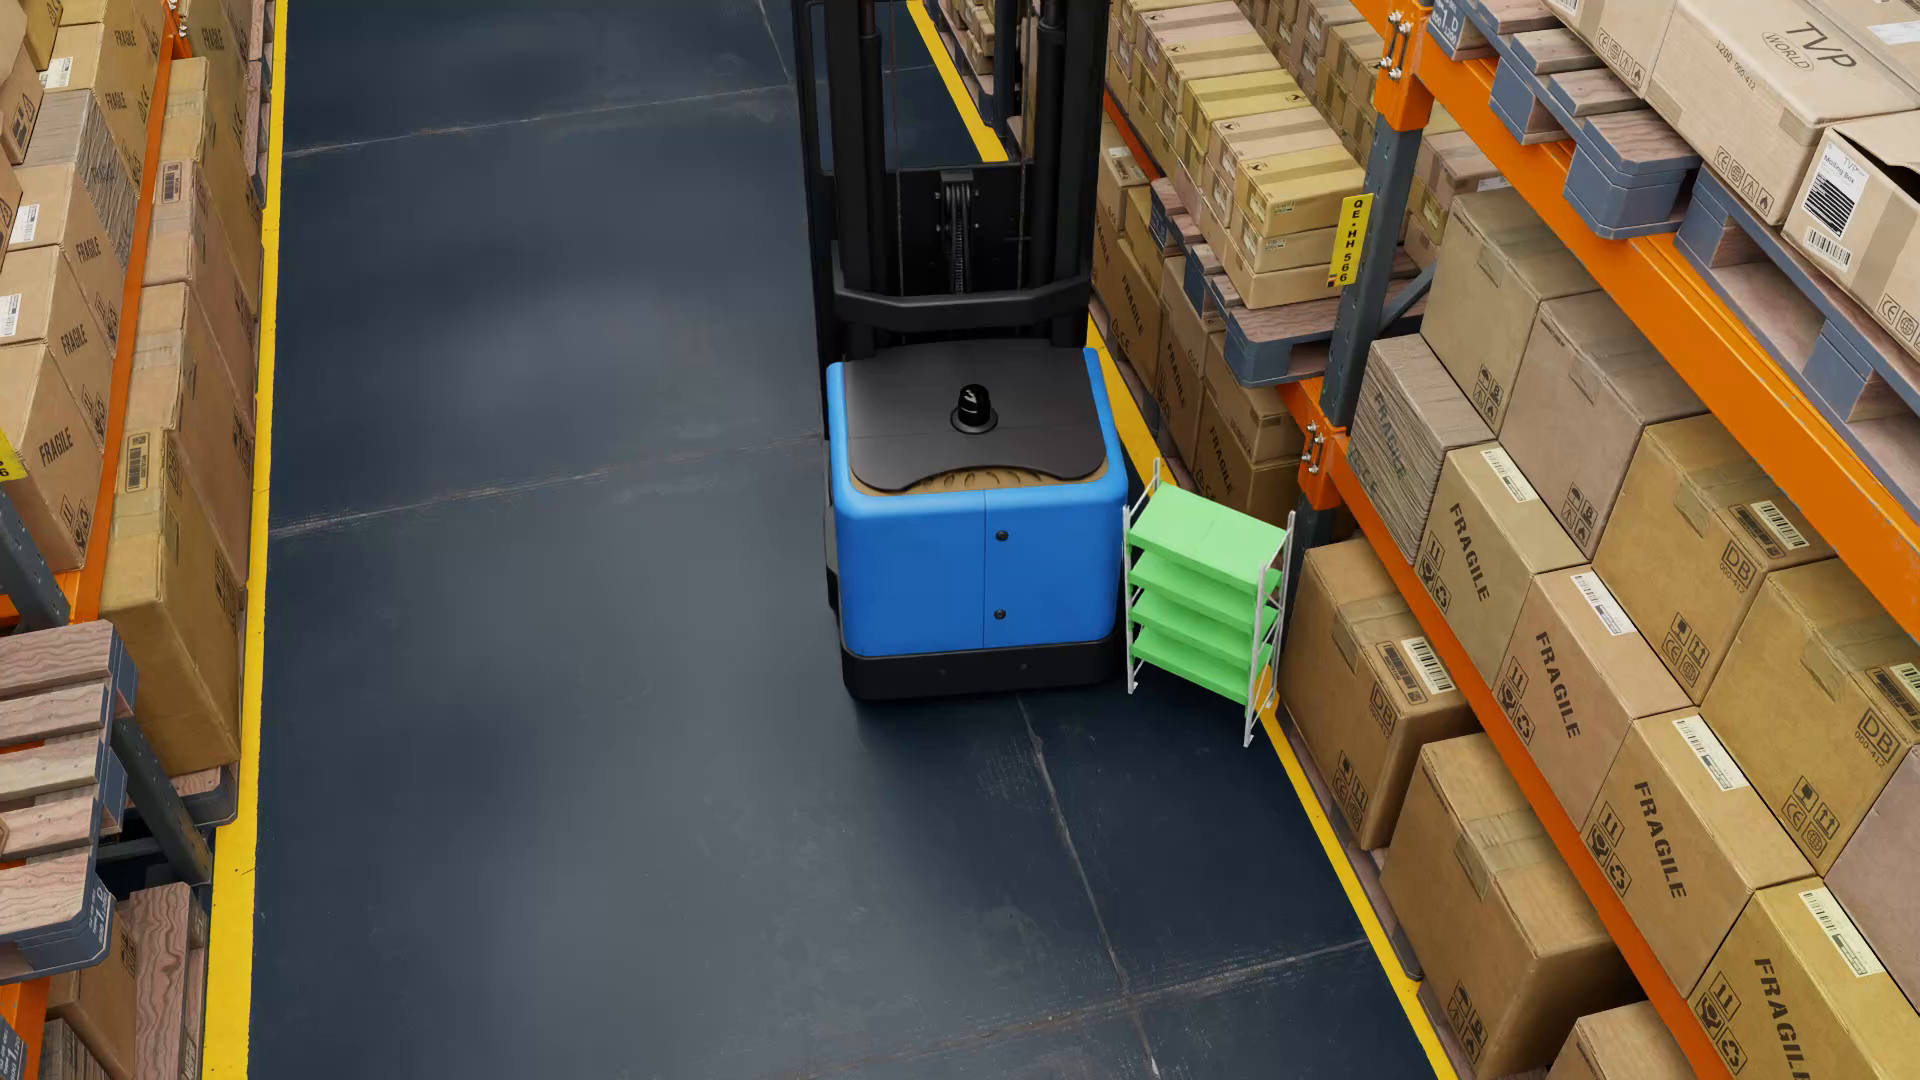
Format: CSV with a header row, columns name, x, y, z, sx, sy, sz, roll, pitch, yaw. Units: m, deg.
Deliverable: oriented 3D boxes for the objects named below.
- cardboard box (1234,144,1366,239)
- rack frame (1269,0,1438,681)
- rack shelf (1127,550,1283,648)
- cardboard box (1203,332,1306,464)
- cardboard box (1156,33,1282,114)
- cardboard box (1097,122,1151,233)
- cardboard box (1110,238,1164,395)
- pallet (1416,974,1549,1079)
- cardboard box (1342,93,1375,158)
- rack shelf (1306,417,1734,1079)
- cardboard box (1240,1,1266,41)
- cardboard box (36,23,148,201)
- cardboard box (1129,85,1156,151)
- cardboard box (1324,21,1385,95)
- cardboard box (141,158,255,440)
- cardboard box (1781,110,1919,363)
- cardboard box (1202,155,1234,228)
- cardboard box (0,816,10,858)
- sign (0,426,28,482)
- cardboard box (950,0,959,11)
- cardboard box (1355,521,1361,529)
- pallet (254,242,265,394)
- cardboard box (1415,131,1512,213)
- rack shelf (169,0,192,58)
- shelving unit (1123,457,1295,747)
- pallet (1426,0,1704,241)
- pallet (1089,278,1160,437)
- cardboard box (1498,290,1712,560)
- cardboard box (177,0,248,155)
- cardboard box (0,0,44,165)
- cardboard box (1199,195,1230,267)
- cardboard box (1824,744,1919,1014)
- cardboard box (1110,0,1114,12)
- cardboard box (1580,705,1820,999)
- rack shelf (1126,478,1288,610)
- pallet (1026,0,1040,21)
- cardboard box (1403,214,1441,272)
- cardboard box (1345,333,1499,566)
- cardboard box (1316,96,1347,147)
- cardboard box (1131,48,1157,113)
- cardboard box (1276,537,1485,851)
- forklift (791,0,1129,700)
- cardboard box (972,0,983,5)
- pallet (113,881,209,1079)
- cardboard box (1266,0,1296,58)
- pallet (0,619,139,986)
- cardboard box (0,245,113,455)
name,x,y,z,sx,sy,sz,roll,pitch,yaw
cardboard box,1.135,-1.154,5.496,0.380,0.149,0.250,-12,47,-12
rack frame,1.704,-0.632,5.520,1.000,3.000,0.127,-11,47,-10
rack shelf,0.849,0.148,5.750,0.480,0.148,0.258,24,61,22
cardboard box,1.275,-0.591,6.410,0.500,0.250,0.500,-12,47,-11
cardboard box,0.934,-1.692,6.024,0.380,0.149,0.250,-9,46,-9
cardboard box,0.879,-1.649,7.448,0.500,0.250,0.500,-9,46,-9
cardboard box,1.002,-1.032,7.368,0.500,0.500,0.500,-13,47,-12
pallet,2.142,1.743,5.145,1.003,0.211,1.213,-11,47,-10
cardboard box,1.631,-1.536,6.079,0.380,0.149,0.250,-12,47,-12
rack shelf,2.216,1.001,4.423,1.077,0.370,4.000,-11,47,-10
cardboard box,1.378,-2.132,6.871,0.380,0.149,0.250,-12,47,-12
cardboard box,-3.497,-1.616,6.414,0.500,0.500,0.500,-11,47,-11
cardboard box,0.874,-1.655,6.404,0.380,0.149,0.250,-13,47,-12
cardboard box,1.576,-1.792,6.122,0.380,0.149,0.250,-13,47,-12
cardboard box,-3.728,-0.905,6.981,1.225,0.875,0.875,-12,47,-12
cardboard box,1.936,-0.592,3.079,0.500,0.311,0.500,-11,47,-11
cardboard box,1.067,-1.237,5.786,0.380,0.149,0.250,-9,46,-9
cardboard box,-2.700,0.756,3.796,0.700,0.500,0.500,-4,46,-4
sign,-2.595,-0.278,4.418,0.100,0.325,0.005,-11,47,-10
cardboard box,0.125,-3.172,9.503,0.380,0.149,0.250,-12,47,-12
cardboard box,1.769,-0.439,6.787,0.500,0.500,0.500,-13,47,-12
pallet,-3.870,-1.061,7.893,1.003,0.211,1.213,-11,47,-10
cardboard box,1.772,-1.257,5.597,0.380,0.149,0.250,-11,47,-10
rack shelf,-4.653,-3.685,9.016,1.077,0.370,4.000,-11,47,-10
shelving unit,0.866,0.250,5.893,0.503,1.200,0.258,24,61,22
pallet,1.920,-1.181,4.090,1.213,0.211,1.003,-9,46,-8
pallet,1.196,-1.036,7.868,1.003,0.211,1.213,-11,47,-10
cardboard box,1.940,-0.356,4.479,0.700,0.500,0.500,-11,47,-11
cardboard box,-4.232,-2.430,8.475,0.875,0.875,0.875,-11,47,-10
cardboard box,-3.631,-1.601,5.697,0.797,0.503,0.637,-9,46,-9
cardboard box,1.071,-1.119,5.879,0.380,0.149,0.250,-11,47,-10
cardboard box,2.332,0.699,3.445,0.700,0.500,0.500,-10,46,-10
cardboard box,0.740,-2.227,6.548,0.380,0.149,0.250,-9,46,-9
cardboard box,1.945,0.736,4.109,0.500,0.500,0.500,-11,47,-11
rack shelf,0.826,0.010,5.556,0.480,0.148,0.258,24,61,22
pallet,0.735,-2.772,7.751,1.003,0.211,1.213,-11,47,-10
cardboard box,1.784,-1.037,5.798,0.380,0.149,0.250,-11,47,-11
cardboard box,1.558,-0.307,5.132,0.500,0.500,0.500,-10,46,-10
cardboard box,1.576,-1.594,6.345,0.380,0.149,0.250,-9,46,-8
cardboard box,0.872,-1.763,6.302,0.380,0.149,0.250,-11,47,-11
cardboard box,1.773,0.446,5.745,1.050,0.750,0.750,-11,47,-11
forklift,-0.056,-1.473,6.392,1.130,2.935,3.031,-4,46,-4
cardboard box,0.233,-3.118,9.242,0.380,0.149,0.250,-10,46,-10
pallet,-2.918,1.721,5.166,1.003,0.211,1.213,-11,47,-10
cardboard box,1.443,-2.054,6.587,0.380,0.149,0.250,-11,47,-11
pallet,-2.831,0.745,4.305,1.213,0.211,1.003,-11,47,-10
cardboard box,-3.112,-0.571,5.390,0.500,0.500,0.500,-12,47,-11
